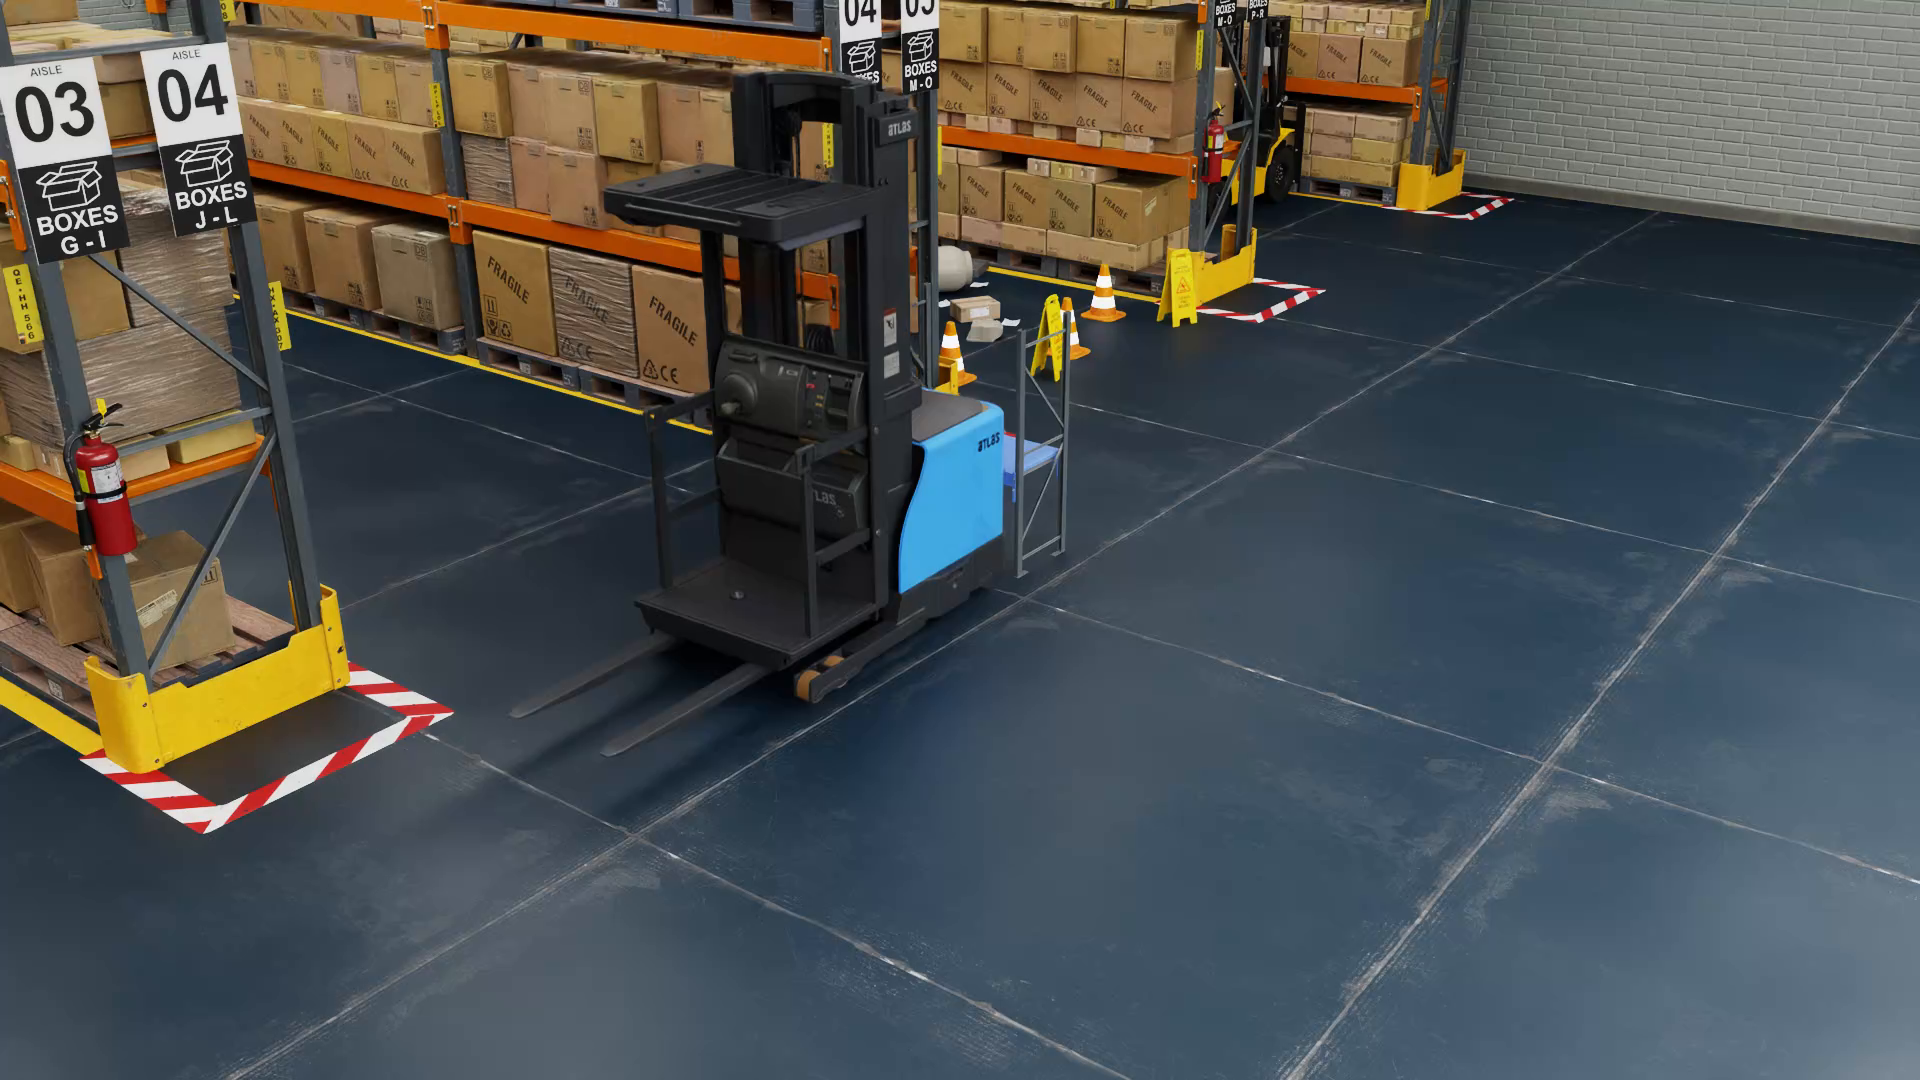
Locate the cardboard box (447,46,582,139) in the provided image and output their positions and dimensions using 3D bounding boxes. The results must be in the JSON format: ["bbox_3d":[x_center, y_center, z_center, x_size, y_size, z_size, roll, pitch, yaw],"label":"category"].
[{"bbox_3d":[-3.422,-3.486,12.917,0.550,0.550,0.875,17,29,33],"label":"cardboard box"}]

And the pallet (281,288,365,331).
[{"bbox_3d":[-5.340,-2.205,14.992,1.213,0.211,1.003,17,29,33],"label":"pallet"}]

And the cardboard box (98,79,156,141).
[{"bbox_3d":[-3.782,-1.985,7.500,0.500,0.250,0.500,18,29,35],"label":"cardboard box"}]

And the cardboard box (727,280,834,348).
[{"bbox_3d":[-1.078,-1.419,11.865,0.875,0.875,0.875,17,29,34],"label":"cardboard box"}]

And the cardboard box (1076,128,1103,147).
[{"bbox_3d":[1.279,-3.731,15.310,0.250,0.149,0.380,17,29,34],"label":"cardboard box"}]

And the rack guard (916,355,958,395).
[{"bbox_3d":[-0.477,-0.907,11.688,0.348,0.500,1.175,17,29,33],"label":"rack guard"}]

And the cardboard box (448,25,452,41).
[{"bbox_3d":[-6.206,-6.295,20.383,0.500,0.250,0.500,17,29,34],"label":"cardboard box"}]

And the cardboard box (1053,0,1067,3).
[{"bbox_3d":[1.377,-6.734,20.885,0.250,0.149,0.380,17,29,33],"label":"cardboard box"}]

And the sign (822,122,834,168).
[{"bbox_3d":[-0.833,-2.523,10.526,0.005,0.325,0.100,17,29,33],"label":"sign"}]

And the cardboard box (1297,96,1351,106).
[{"bbox_3d":[4.299,-5.093,19.739,0.500,0.250,0.500,17,29,33],"label":"cardboard box"}]

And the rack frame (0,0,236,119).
[{"bbox_3d":[-3.552,-3.226,6.411,0.127,3.000,1.000,17,29,33],"label":"rack frame"}]

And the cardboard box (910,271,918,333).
[{"bbox_3d":[-0.532,-2.144,14.491,0.637,0.503,0.797,-1,24,-3],"label":"cardboard box"}]

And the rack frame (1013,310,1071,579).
[{"bbox_3d":[0.475,-0.543,9.622,0.032,1.500,0.500,17,29,33],"label":"rack frame"}]

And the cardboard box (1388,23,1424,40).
[{"bbox_3d":[4.920,-5.616,18.348,0.250,0.149,0.380,17,29,34],"label":"cardboard box"}]

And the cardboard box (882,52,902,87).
[{"bbox_3d":[-0.624,-4.631,16.547,0.500,0.500,0.500,17,29,33],"label":"cardboard box"}]

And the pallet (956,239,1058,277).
[{"bbox_3d":[0.730,-2.923,16.623,1.213,0.211,1.003,17,29,33],"label":"pallet"}]

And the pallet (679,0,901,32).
[{"bbox_3d":[-1.096,-3.565,11.010,1.213,0.211,1.003,17,29,33],"label":"pallet"}]

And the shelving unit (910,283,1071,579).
[{"bbox_3d":[0.068,-0.666,9.901,1.048,1.500,0.538,17,29,33],"label":"shelving unit"}]

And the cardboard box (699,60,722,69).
[{"bbox_3d":[-2.597,-5.145,17.997,0.250,0.149,0.380,18,29,35],"label":"cardboard box"}]

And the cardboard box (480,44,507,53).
[{"bbox_3d":[-5.382,-5.828,19.943,0.500,0.250,0.500,16,29,33],"label":"cardboard box"}]

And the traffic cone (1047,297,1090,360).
[{"bbox_3d":[0.880,-1.765,13.681,0.334,0.463,0.336,17,29,33],"label":"traffic cone"}]

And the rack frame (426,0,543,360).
[{"bbox_3d":[-3.697,-3.024,13.393,0.127,3.000,1.000,17,29,33],"label":"rack frame"}]

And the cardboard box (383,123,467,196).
[{"bbox_3d":[-4.275,-3.109,13.463,0.500,0.500,0.500,17,29,33],"label":"cardboard box"}]

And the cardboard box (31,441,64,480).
[{"bbox_3d":[-4.103,-0.429,7.814,0.250,0.149,0.380,17,29,33],"label":"cardboard box"}]

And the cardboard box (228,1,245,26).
[{"bbox_3d":[-9.778,-7.271,22.908,0.500,0.500,0.500,16,29,33],"label":"cardboard box"}]

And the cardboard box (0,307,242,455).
[{"bbox_3d":[-3.975,-0.804,7.863,0.500,0.500,0.875,17,29,33],"label":"cardboard box"}]

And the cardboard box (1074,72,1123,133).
[{"bbox_3d":[1.394,-4.025,15.172,0.500,0.500,0.500,17,29,33],"label":"cardboard box"}]

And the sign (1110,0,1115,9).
[{"bbox_3d":[1.847,-6.564,20.089,0.005,0.325,0.100,17,29,33],"label":"sign"}]

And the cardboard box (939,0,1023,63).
[{"bbox_3d":[0.194,-4.848,15.799,0.500,0.500,0.700,16,28,32],"label":"cardboard box"}]

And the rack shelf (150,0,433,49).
[{"bbox_3d":[-5.297,-4.551,14.030,4.000,0.370,1.077,17,29,33],"label":"rack shelf"}]

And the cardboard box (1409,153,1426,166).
[{"bbox_3d":[5.090,-4.396,19.397,0.500,0.250,0.500,17,29,34],"label":"cardboard box"}]

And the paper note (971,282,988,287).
[{"bbox_3d":[0.183,-2.415,15.694,0.148,0.019,0.142,7,25,15],"label":"paper note"}]

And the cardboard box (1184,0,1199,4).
[{"bbox_3d":[2.860,-6.365,19.679,0.250,0.149,0.380,18,29,34],"label":"cardboard box"}]

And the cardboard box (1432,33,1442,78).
[{"bbox_3d":[5.136,-5.536,18.969,0.500,0.500,0.500,18,29,35],"label":"cardboard box"}]

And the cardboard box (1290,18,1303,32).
[{"bbox_3d":[3.879,-5.919,19.034,0.250,0.149,0.380,17,29,34],"label":"cardboard box"}]

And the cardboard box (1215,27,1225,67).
[{"bbox_3d":[3.196,-5.859,19.704,0.500,0.500,0.500,16,29,33],"label":"cardboard box"}]

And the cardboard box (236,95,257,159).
[{"bbox_3d":[-6.292,-3.719,14.847,0.500,0.500,0.500,17,29,33],"label":"cardboard box"}]

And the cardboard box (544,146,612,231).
[{"bbox_3d":[-2.579,-2.713,12.501,0.550,0.550,0.875,17,29,33],"label":"cardboard box"}]

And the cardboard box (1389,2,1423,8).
[{"bbox_3d":[5.050,-5.994,18.836,0.250,0.149,0.380,18,29,35],"label":"cardboard box"}]

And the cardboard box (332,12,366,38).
[{"bbox_3d":[-7.735,-6.655,21.511,0.500,0.500,0.500,17,29,34],"label":"cardboard box"}]

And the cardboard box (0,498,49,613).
[{"bbox_3d":[-5.030,0.024,9.055,0.500,0.500,0.500,20,31,38],"label":"cardboard box"}]

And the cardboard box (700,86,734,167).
[{"bbox_3d":[-1.265,-2.825,11.416,0.550,0.550,0.875,17,29,33],"label":"cardboard box"}]

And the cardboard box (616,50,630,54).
[{"bbox_3d":[-3.655,-5.472,18.740,0.250,0.149,0.380,15,28,30],"label":"cardboard box"}]

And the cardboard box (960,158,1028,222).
[{"bbox_3d":[0.351,-3.441,16.299,0.500,0.500,0.500,19,30,36],"label":"cardboard box"}]

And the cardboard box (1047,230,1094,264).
[{"bbox_3d":[1.174,-2.848,15.884,0.500,0.250,0.500,17,29,33],"label":"cardboard box"}]

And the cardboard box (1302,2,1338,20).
[{"bbox_3d":[4.082,-5.993,18.835,0.250,0.149,0.380,18,29,35],"label":"cardboard box"}]

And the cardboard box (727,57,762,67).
[{"bbox_3d":[-2.123,-5.303,17.552,0.500,0.500,0.500,18,29,35],"label":"cardboard box"}]

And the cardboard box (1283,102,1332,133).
[{"bbox_3d":[3.988,-4.923,19.352,0.500,0.250,0.500,17,29,34],"label":"cardboard box"}]

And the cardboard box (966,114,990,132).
[{"bbox_3d":[0.269,-4.038,16.007,0.250,0.149,0.380,17,29,34],"label":"cardboard box"}]

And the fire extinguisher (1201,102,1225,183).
[{"bbox_3d":[2.207,-3.466,14.493,0.183,0.674,0.296,17,29,33],"label":"fire extinguisher"}]

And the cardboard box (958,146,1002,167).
[{"bbox_3d":[0.195,-3.752,16.200,0.250,0.149,0.380,19,30,36],"label":"cardboard box"}]

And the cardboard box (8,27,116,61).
[{"bbox_3d":[-4.059,-2.224,7.548,0.250,0.149,0.380,16,29,32],"label":"cardboard box"}]

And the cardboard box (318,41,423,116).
[{"bbox_3d":[-4.915,-3.891,13.997,0.500,0.500,0.700,17,29,34],"label":"cardboard box"}]

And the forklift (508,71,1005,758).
[{"bbox_3d":[-0.993,-0.738,8.289,1.130,2.935,3.031,16,28,31],"label":"forklift"}]

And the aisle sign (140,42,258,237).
[{"bbox_3d":[-3.322,-1.752,7.282,0.004,0.787,0.394,17,29,33],"label":"aisle sign"}]

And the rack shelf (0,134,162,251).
[{"bbox_3d":[-5.152,-2.008,8.259,4.000,0.370,1.077,17,29,33],"label":"rack shelf"}]
